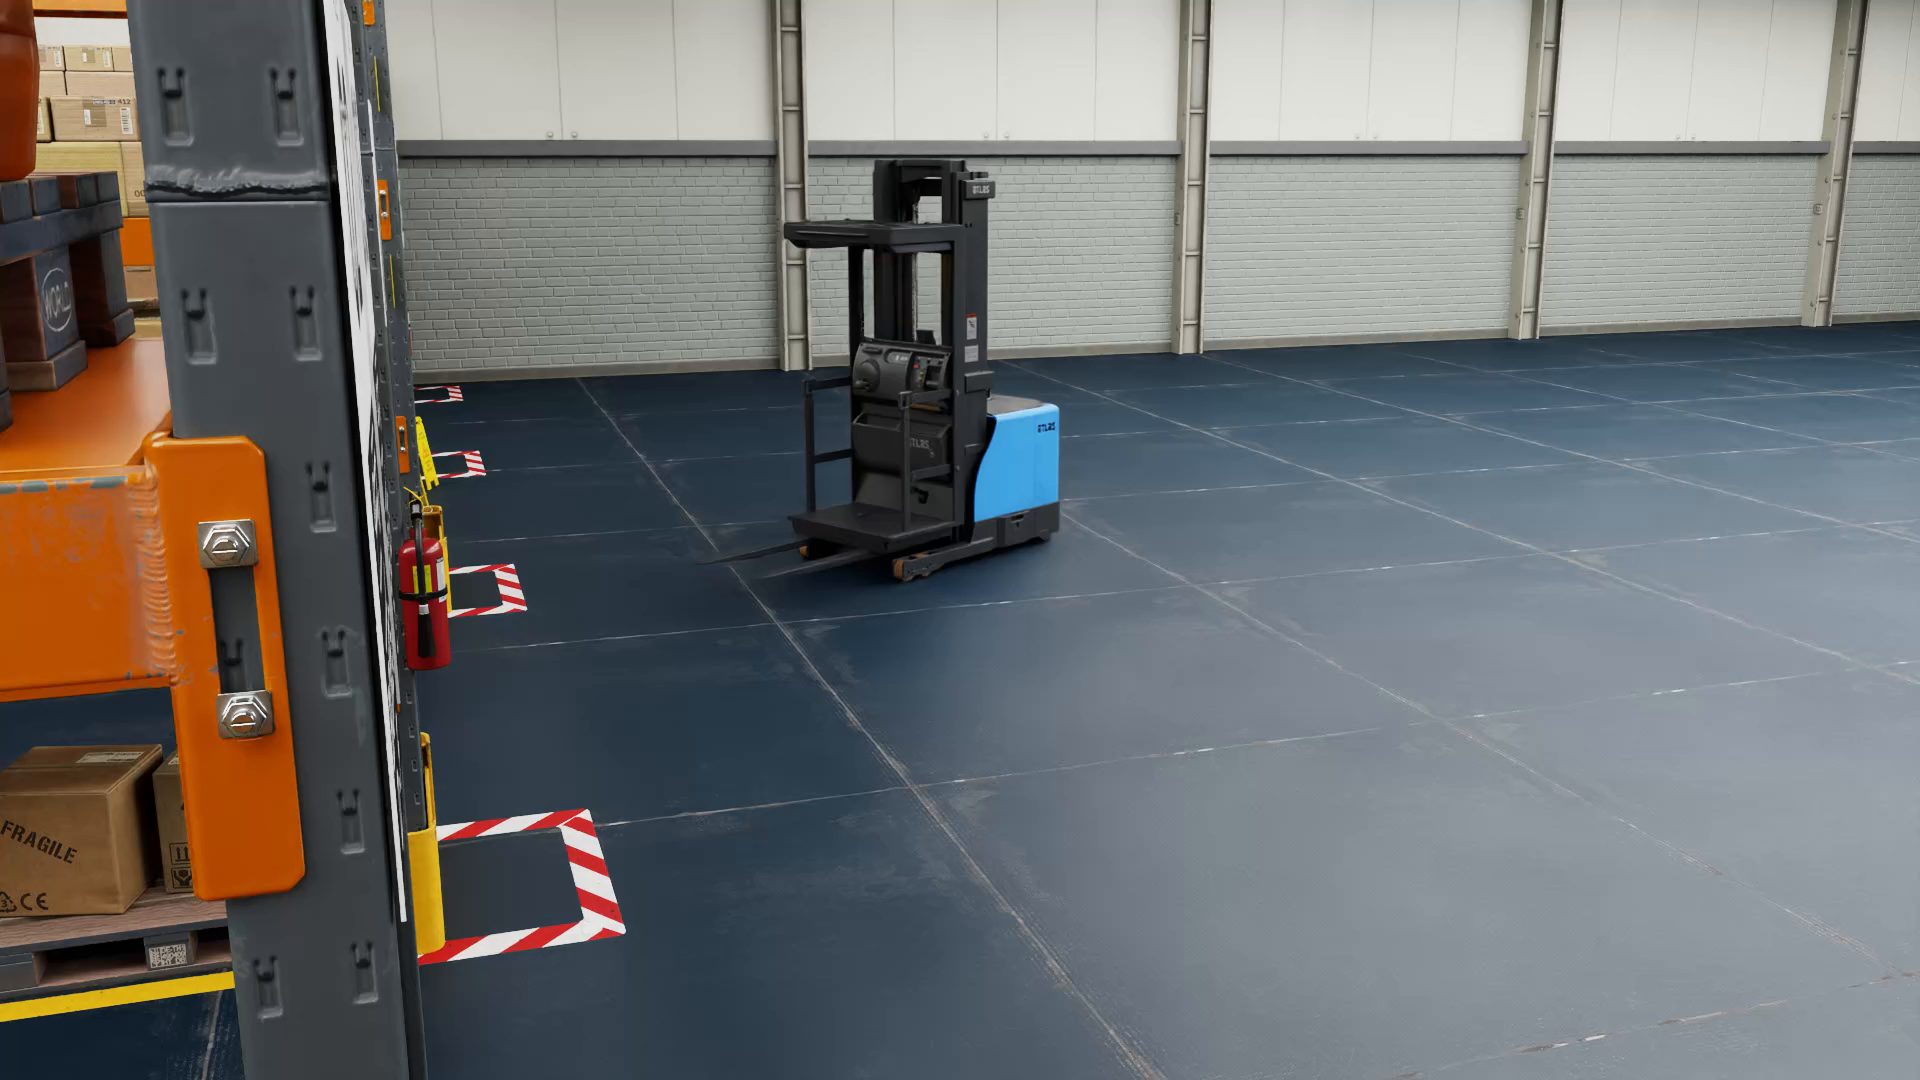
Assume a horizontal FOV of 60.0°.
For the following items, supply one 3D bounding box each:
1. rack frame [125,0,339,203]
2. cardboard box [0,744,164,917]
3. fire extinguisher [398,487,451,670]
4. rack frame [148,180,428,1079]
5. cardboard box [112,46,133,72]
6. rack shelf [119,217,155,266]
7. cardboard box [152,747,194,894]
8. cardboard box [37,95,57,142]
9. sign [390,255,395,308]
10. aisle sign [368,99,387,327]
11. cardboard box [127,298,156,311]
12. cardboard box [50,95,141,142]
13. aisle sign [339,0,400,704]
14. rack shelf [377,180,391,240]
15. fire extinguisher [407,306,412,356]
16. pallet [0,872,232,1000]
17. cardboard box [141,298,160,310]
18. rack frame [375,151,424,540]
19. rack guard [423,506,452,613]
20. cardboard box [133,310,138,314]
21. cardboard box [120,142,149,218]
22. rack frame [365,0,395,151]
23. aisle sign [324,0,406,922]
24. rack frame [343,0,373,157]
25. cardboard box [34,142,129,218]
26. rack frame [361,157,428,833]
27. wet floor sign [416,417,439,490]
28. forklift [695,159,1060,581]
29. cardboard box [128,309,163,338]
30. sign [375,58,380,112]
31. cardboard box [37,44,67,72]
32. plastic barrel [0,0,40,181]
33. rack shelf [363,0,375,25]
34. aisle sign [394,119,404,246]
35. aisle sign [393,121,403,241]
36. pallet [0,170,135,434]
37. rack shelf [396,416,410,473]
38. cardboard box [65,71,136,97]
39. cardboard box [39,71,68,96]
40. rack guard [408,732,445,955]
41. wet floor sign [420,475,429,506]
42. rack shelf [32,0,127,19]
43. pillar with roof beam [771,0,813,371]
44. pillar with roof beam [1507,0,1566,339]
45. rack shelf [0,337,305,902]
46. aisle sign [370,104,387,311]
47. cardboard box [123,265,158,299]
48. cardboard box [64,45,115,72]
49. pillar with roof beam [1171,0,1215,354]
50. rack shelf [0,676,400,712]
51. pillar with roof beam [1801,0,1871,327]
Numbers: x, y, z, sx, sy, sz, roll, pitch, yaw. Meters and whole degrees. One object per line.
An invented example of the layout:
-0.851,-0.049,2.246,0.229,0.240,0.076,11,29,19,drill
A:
-0.693,-1.819,1.345,0.127,3.000,1.000,-4,14,-18,rack frame
-3.425,1.119,6.452,0.500,0.500,0.500,-1,13,-3,cardboard box
-2.017,0.143,6.226,0.183,0.674,0.296,-4,14,-18,fire extinguisher
-0.693,1.099,2.040,0.127,3.000,1.000,-4,14,-18,rack frame
-4.932,-2.886,10.010,0.250,0.149,0.380,-4,14,-18,cardboard box
-4.168,-0.949,5.722,4.000,0.370,1.077,-4,14,-18,rack shelf
-2.870,1.067,6.669,0.500,0.500,0.500,-2,14,-8,cardboard box
-3.175,-1.417,5.598,0.250,0.149,0.380,-4,14,-18,cardboard box
-3.599,-1.641,10.545,0.005,0.325,0.100,-4,14,-18,sign
-2.118,-1.191,6.048,0.004,0.787,0.394,-4,14,-18,aisle sign
-3.357,-0.651,6.377,0.500,0.500,0.500,-4,14,-18,cardboard box
-2.945,-1.441,5.698,0.250,0.149,0.380,-5,14,-21,cardboard box
-0.718,-0.235,2.031,0.004,0.787,0.394,-4,14,-18,aisle sign
-5.654,-2.044,10.327,4.000,0.370,1.077,-4,14,-18,rack shelf
-5.178,-2.030,15.364,0.183,0.674,0.296,-4,14,-18,fire extinguisher
-3.126,1.427,6.686,1.213,0.211,1.003,-4,14,-18,pallet
-2.881,-0.686,6.526,0.500,0.500,0.500,-4,14,-18,cardboard box
-3.759,-1.082,11.211,0.127,3.000,1.000,-4,14,-18,rack frame
-3.736,0.132,11.508,0.348,0.500,1.175,-4,14,-18,rack guard
-3.187,-0.534,5.886,0.500,0.500,0.500,-4,14,-18,cardboard box
-2.649,-1.282,5.893,0.500,0.250,0.500,-4,14,-17,cardboard box
-3.759,-4.001,10.517,0.127,3.000,1.000,-4,14,-18,rack frame
-0.530,-0.106,1.487,0.004,0.787,0.394,-4,14,-18,aisle sign
-2.273,-2.906,5.912,0.127,3.000,1.000,-4,14,-18,rack frame
-3.121,-1.245,5.735,0.500,0.250,0.500,-4,14,-18,cardboard box
-2.273,0.013,6.607,0.127,3.000,1.000,-4,14,-18,rack frame
-4.912,-0.795,15.089,0.232,0.644,0.267,0,13,1,wet floor sign
-0.574,-1.261,12.111,1.130,2.935,3.031,12,18,41,forklift
-2.715,-0.572,6.046,0.500,0.500,0.500,-4,14,-18,cardboard box
-3.599,-2.814,10.266,0.005,0.325,0.100,-4,14,-18,sign
-5.415,-2.848,9.850,0.250,0.149,0.380,-4,14,-18,cardboard box
-1.113,-0.710,1.326,0.708,0.830,0.600,-4,14,-18,plastic barrel
-5.654,-3.309,10.026,4.000,0.370,1.077,-4,14,-18,rack shelf
-3.596,-2.287,10.656,0.004,0.787,0.394,-4,14,-18,aisle sign
-3.787,-2.418,11.209,0.004,0.787,0.394,-4,14,-18,aisle sign
-1.508,-0.229,1.548,1.213,0.211,1.003,-4,14,-18,pallet
-5.654,-0.585,10.674,4.000,0.370,1.077,-4,14,-18,rack shelf
-5.084,-2.695,10.068,0.500,0.250,0.500,-5,14,-18,cardboard box
-5.562,-2.658,9.912,0.500,0.250,0.500,-4,14,-18,cardboard box
-2.345,1.235,6.872,0.348,0.500,1.175,-4,14,-18,rack guard
-4.363,-0.373,13.318,0.232,0.644,0.267,-7,15,-28,wet floor sign
-7.329,-4.580,14.513,4.000,0.370,1.077,-4,14,-18,rack shelf
-0.908,-5.812,18.133,0.400,9.000,9.100,-4,14,-18,pillar with roof beam
10.466,-6.698,21.856,0.400,9.000,9.100,-4,14,-18,pillar with roof beam
-2.589,0.137,1.155,4.000,0.370,1.077,-4,14,-18,rack shelf
-2.310,-1.322,6.602,0.004,0.787,0.394,-4,14,-18,aisle sign
-5.189,-1.589,10.685,0.550,0.550,0.875,-4,14,-18,cardboard box
-5.175,-2.867,9.929,0.250,0.149,0.380,-5,14,-19,cardboard box
4.779,-6.255,19.994,0.400,9.000,9.100,-4,14,-18,pillar with roof beam
-4.168,0.510,6.069,4.000,0.370,1.077,-4,14,-18,rack shelf
16.152,-7.141,23.718,0.400,9.000,9.100,-4,14,-18,pillar with roof beam
